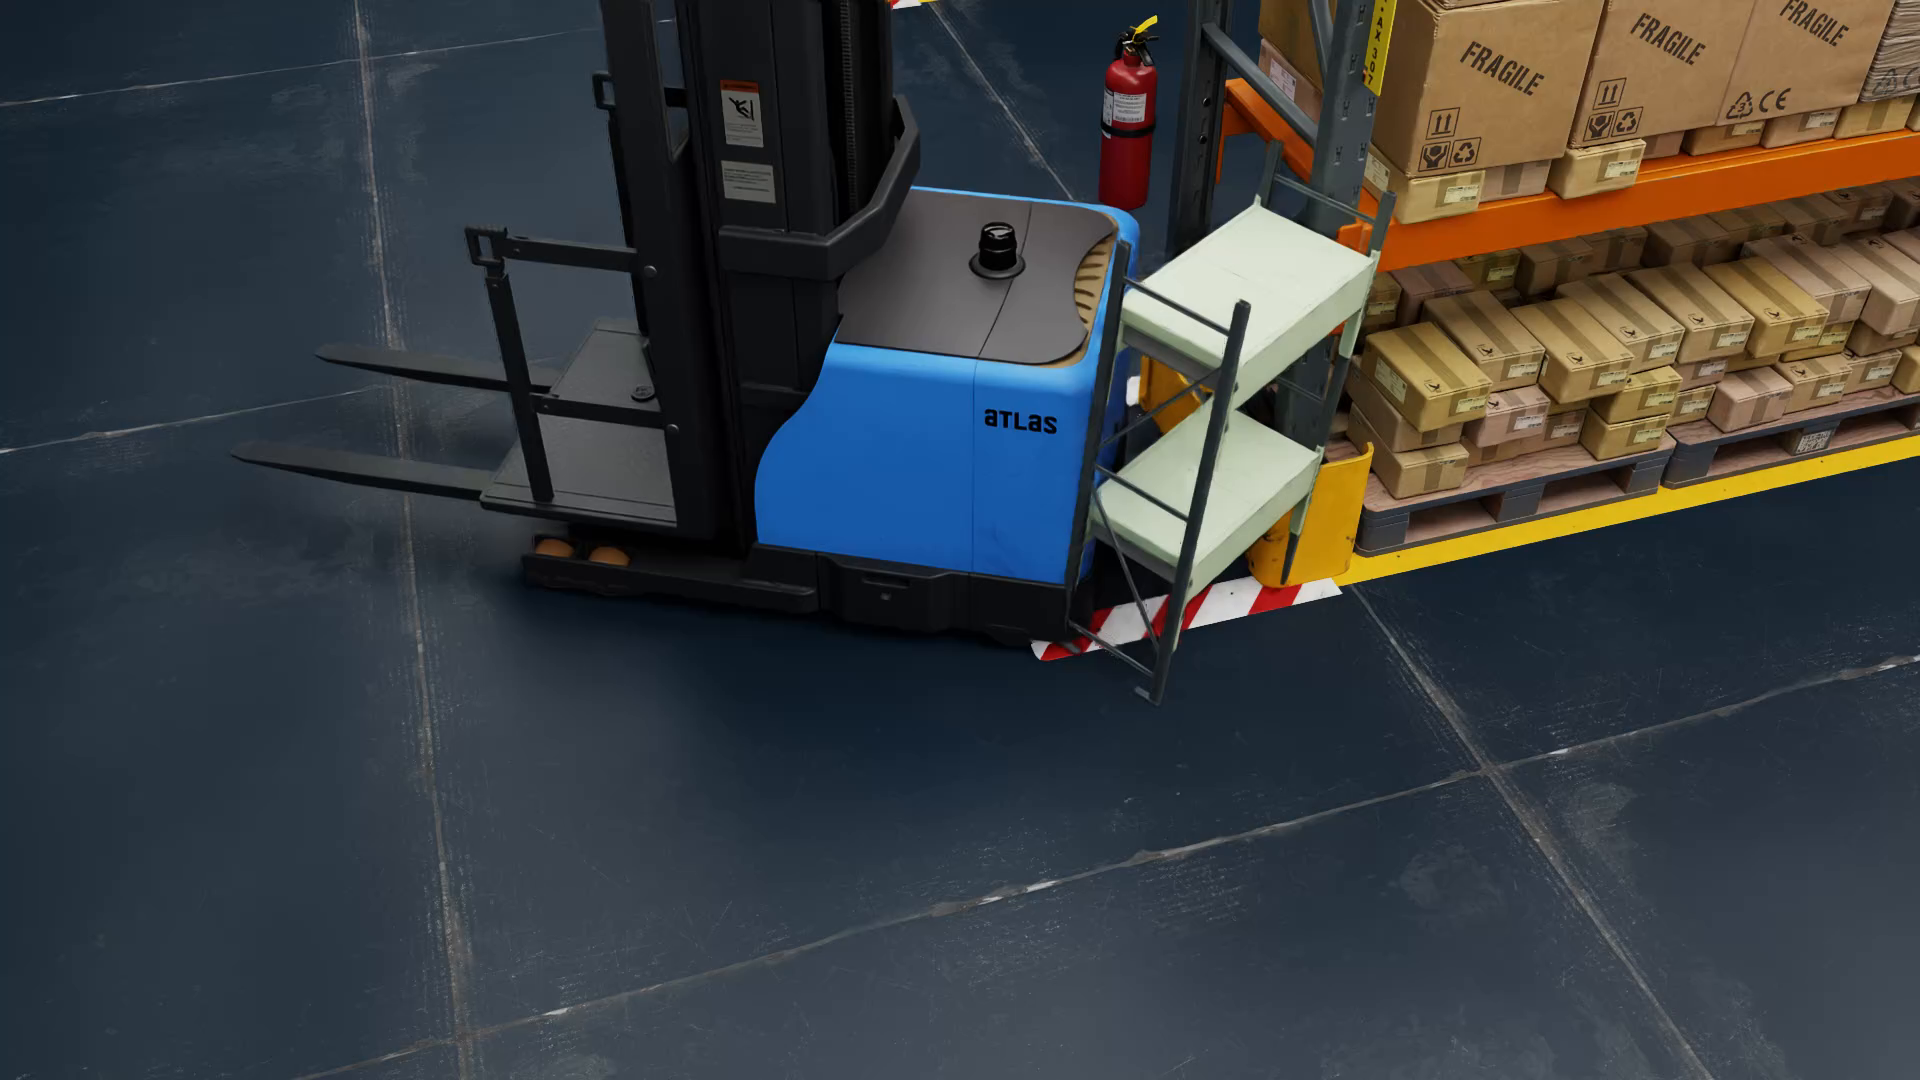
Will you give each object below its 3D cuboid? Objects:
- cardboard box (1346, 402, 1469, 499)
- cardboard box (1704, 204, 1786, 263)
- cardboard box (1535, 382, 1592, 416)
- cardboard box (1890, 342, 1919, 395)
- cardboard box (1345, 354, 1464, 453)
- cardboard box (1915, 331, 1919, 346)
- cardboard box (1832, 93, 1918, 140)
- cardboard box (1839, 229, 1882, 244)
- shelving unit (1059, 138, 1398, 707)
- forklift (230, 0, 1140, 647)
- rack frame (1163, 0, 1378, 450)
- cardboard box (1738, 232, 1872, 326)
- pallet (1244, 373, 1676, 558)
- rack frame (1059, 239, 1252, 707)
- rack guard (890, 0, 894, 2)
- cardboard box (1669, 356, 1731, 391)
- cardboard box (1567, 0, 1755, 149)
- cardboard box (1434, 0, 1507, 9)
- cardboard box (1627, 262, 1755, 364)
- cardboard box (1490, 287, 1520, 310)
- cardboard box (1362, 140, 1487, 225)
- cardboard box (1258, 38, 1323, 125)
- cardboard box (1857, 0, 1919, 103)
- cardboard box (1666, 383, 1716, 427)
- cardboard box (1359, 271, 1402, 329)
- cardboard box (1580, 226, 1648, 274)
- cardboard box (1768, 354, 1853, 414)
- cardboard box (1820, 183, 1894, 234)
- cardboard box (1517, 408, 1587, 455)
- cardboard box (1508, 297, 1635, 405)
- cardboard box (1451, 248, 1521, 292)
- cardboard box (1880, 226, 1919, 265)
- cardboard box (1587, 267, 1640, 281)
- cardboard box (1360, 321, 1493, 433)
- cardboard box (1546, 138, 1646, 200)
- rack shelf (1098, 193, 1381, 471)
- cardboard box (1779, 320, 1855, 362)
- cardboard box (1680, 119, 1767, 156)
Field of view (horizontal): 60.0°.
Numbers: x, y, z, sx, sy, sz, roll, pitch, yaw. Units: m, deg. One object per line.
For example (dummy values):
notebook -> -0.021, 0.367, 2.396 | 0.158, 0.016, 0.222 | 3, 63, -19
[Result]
cardboard box -> 1.527, -0.330, 5.695 | 0.250, 0.149, 0.380 | -11, 42, -12
cardboard box -> 2.858, -1.211, 6.252 | 0.250, 0.149, 0.380 | -11, 42, -13
cardboard box -> 1.993, -0.604, 5.783 | 0.250, 0.149, 0.380 | -11, 42, -13
cardboard box -> 3.488, -0.722, 6.144 | 0.250, 0.149, 0.380 | -12, 43, -13
cardboard box -> 1.508, -0.482, 5.643 | 0.250, 0.149, 0.380 | -10, 42, -11
cardboard box -> 3.531, -0.892, 6.113 | 0.250, 0.149, 0.380 | -11, 42, -12
cardboard box -> 2.811, -1.447, 5.317 | 0.250, 0.149, 0.380 | -10, 42, -12
cardboard box -> 3.341, -1.191, 6.455 | 0.250, 0.149, 0.380 | -10, 42, -11
shelving unit -> 0.747, -0.311, 4.910 | 0.431, 1.500, 0.755 | 32, 50, 26
forklift -> -0.981, -1.225, 4.973 | 3.031, 2.867, 1.129 | 8, 42, 9
rack frame -> 0.931, -1.343, 5.007 | 0.127, 3.000, 1.000 | -12, 42, -13
cardboard box -> 2.994, -0.924, 5.923 | 0.250, 0.149, 0.380 | -12, 42, -13
pallet -> 1.789, -0.446, 6.100 | 1.213, 0.211, 1.003 | -12, 42, -13
rack frame -> 0.510, -0.130, 4.697 | 0.400, 1.500, 0.023 | 32, 50, 26
rack guard -> -0.675, -3.483, 9.357 | 0.348, 0.500, 1.175 | -12, 42, -13
cardboard box -> 2.495, -0.699, 5.892 | 0.250, 0.149, 0.380 | -14, 43, -15
cardboard box -> 1.945, -1.529, 4.919 | 0.500, 0.500, 0.500 | -12, 42, -13
cardboard box -> 1.439, -1.791, 4.458 | 0.500, 0.500, 0.500 | -12, 43, -13
cardboard box -> 2.518, -0.791, 5.771 | 0.250, 0.149, 0.380 | -10, 42, -11
cardboard box -> 1.844, -0.926, 6.152 | 0.250, 0.149, 0.380 | -13, 43, -15
cardboard box -> 1.339, -1.106, 4.927 | 0.250, 0.149, 0.380 | -12, 43, -13
cardboard box -> 1.158, -1.490, 5.366 | 0.250, 0.149, 0.380 | -12, 42, -13
cardboard box -> 2.901, -1.723, 5.140 | 0.500, 0.500, 0.500 | -13, 43, -14
cardboard box -> 2.479, -0.578, 5.980 | 0.250, 0.149, 0.380 | -12, 42, -13
cardboard box -> 1.360, -0.915, 5.913 | 0.250, 0.149, 0.380 | -11, 42, -13
cardboard box -> 2.332, -1.159, 6.192 | 0.250, 0.149, 0.380 | -10, 42, -11
cardboard box -> 2.999, -0.644, 6.055 | 0.250, 0.149, 0.380 | -12, 42, -13
cardboard box -> 3.340, -1.341, 6.400 | 0.250, 0.149, 0.380 | -11, 42, -12
cardboard box -> 1.987, -0.486, 5.874 | 0.250, 0.149, 0.380 | -11, 42, -13
cardboard box -> 2.039, -0.641, 5.599 | 0.250, 0.149, 0.380 | -12, 43, -13
cardboard box -> 1.826, -1.059, 6.078 | 0.250, 0.149, 0.380 | -13, 43, -14
cardboard box -> 3.517, -0.965, 5.970 | 0.250, 0.149, 0.380 | -14, 43, -15
cardboard box -> 2.334, -1.037, 6.278 | 0.250, 0.149, 0.380 | -11, 42, -12
cardboard box -> 1.533, -0.542, 5.485 | 0.250, 0.149, 0.380 | -14, 43, -15
cardboard box -> 1.842, -1.202, 5.037 | 0.250, 0.149, 0.380 | -13, 43, -14
rack shelf -> 0.773, -0.593, 4.641 | 0.431, 0.370, 0.720 | 32, 50, 26
cardboard box -> 3.002, -0.826, 6.037 | 0.250, 0.149, 0.380 | -10, 42, -11
cardboard box -> 2.314, -1.378, 5.238 | 0.250, 0.149, 0.380 | -12, 43, -13
